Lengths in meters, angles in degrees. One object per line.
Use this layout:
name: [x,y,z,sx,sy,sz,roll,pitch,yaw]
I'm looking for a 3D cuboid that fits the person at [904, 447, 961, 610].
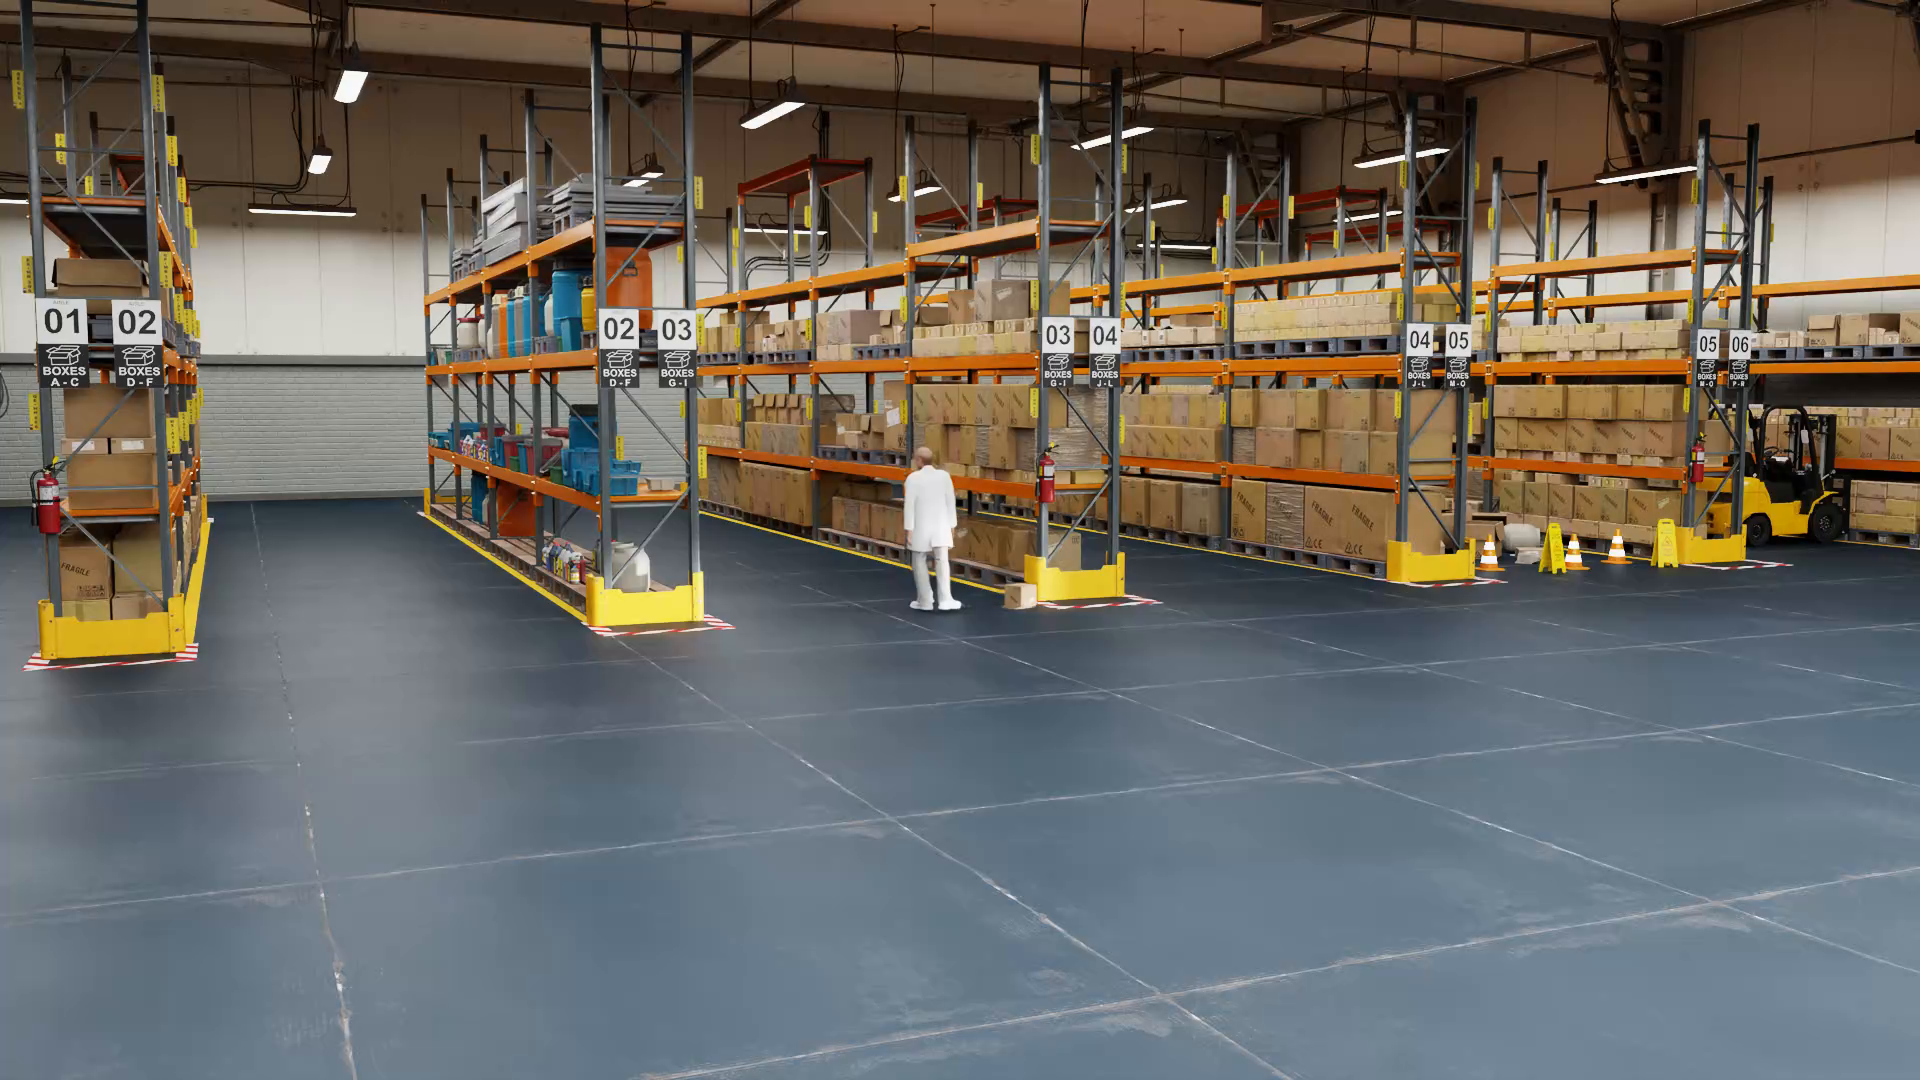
person: [-0.313,-0.117,17.968,0.613,1.770,0.624,-2,5,-17]
